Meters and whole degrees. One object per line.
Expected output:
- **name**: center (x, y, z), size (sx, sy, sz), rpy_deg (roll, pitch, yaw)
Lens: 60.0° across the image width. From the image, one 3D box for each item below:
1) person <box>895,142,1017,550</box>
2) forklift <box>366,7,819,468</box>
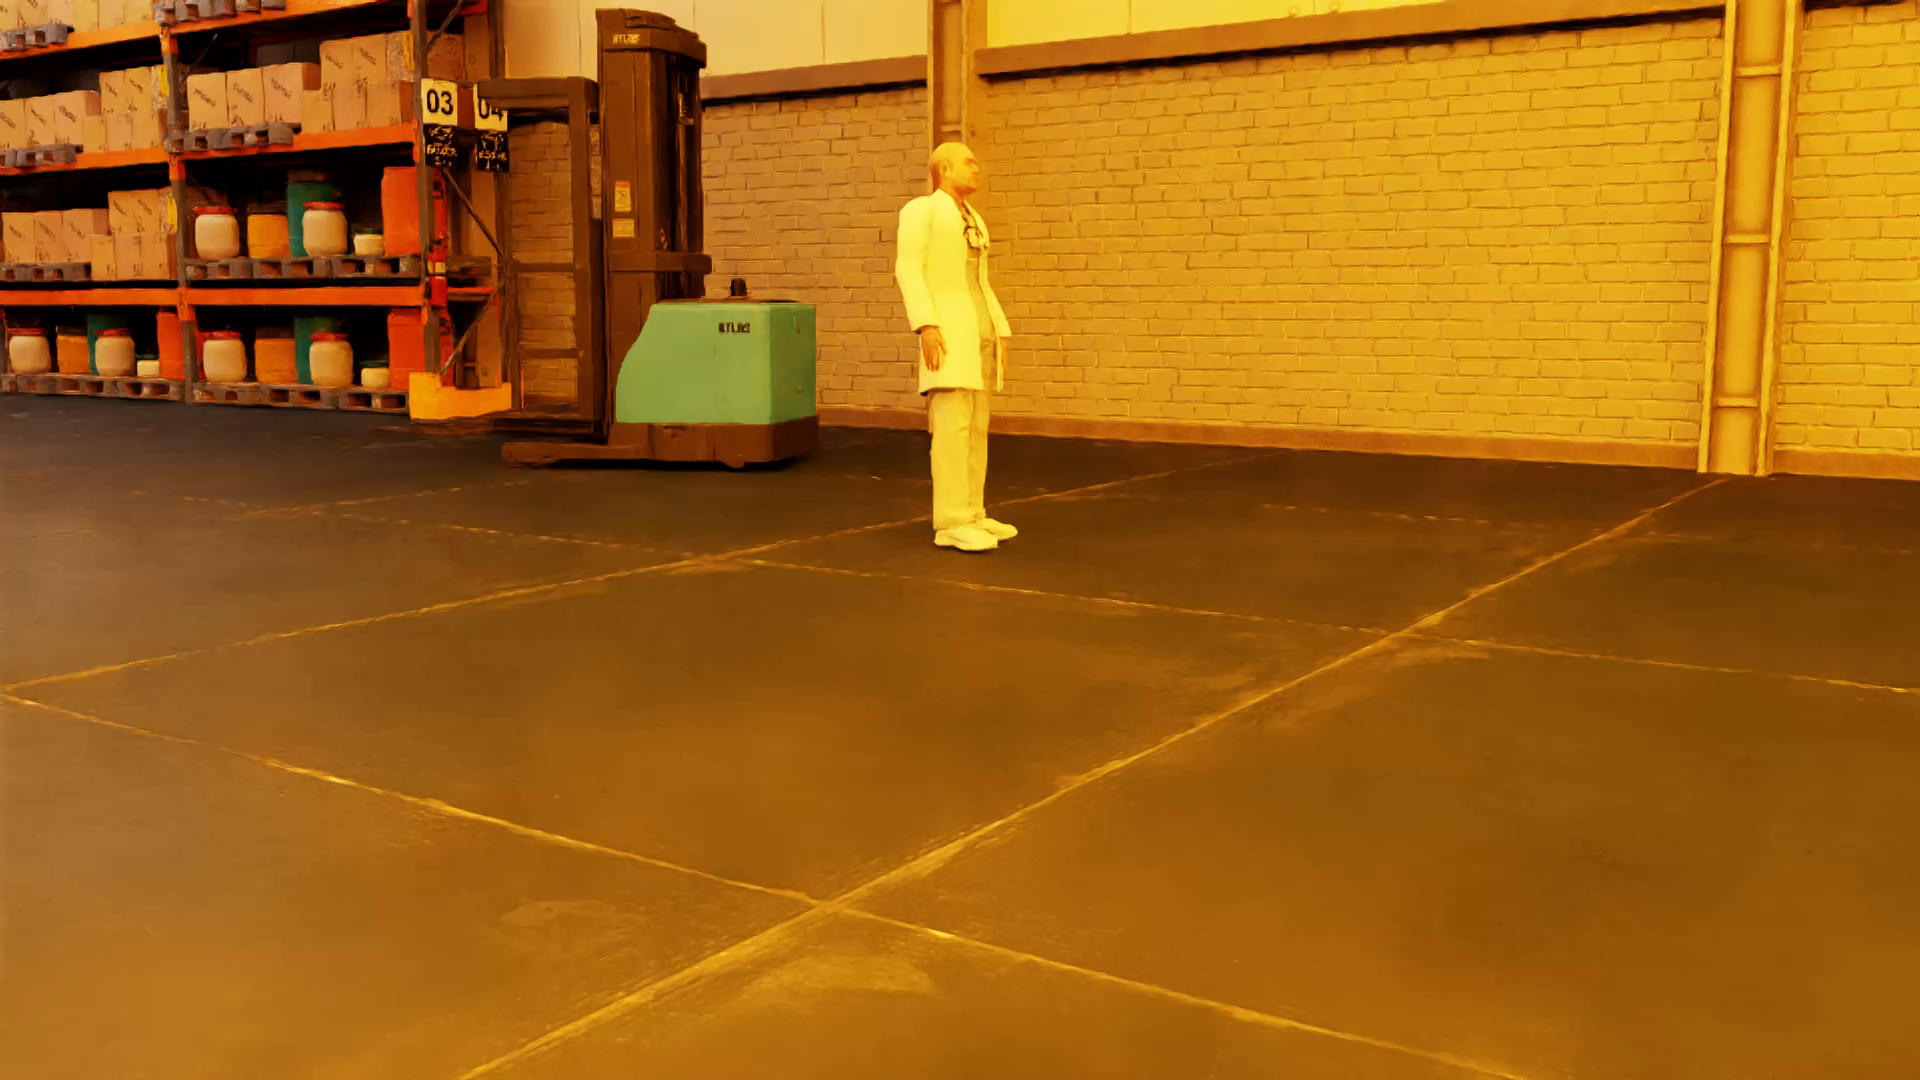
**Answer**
- **person**: center (0.073, -0.880, 7.423), size (0.579, 1.776, 0.694), rpy_deg (5, 10, 34)
- **forklift**: center (-2.549, -1.998, 11.243), size (3.031, 2.935, 1.130), rpy_deg (2, 8, 14)
